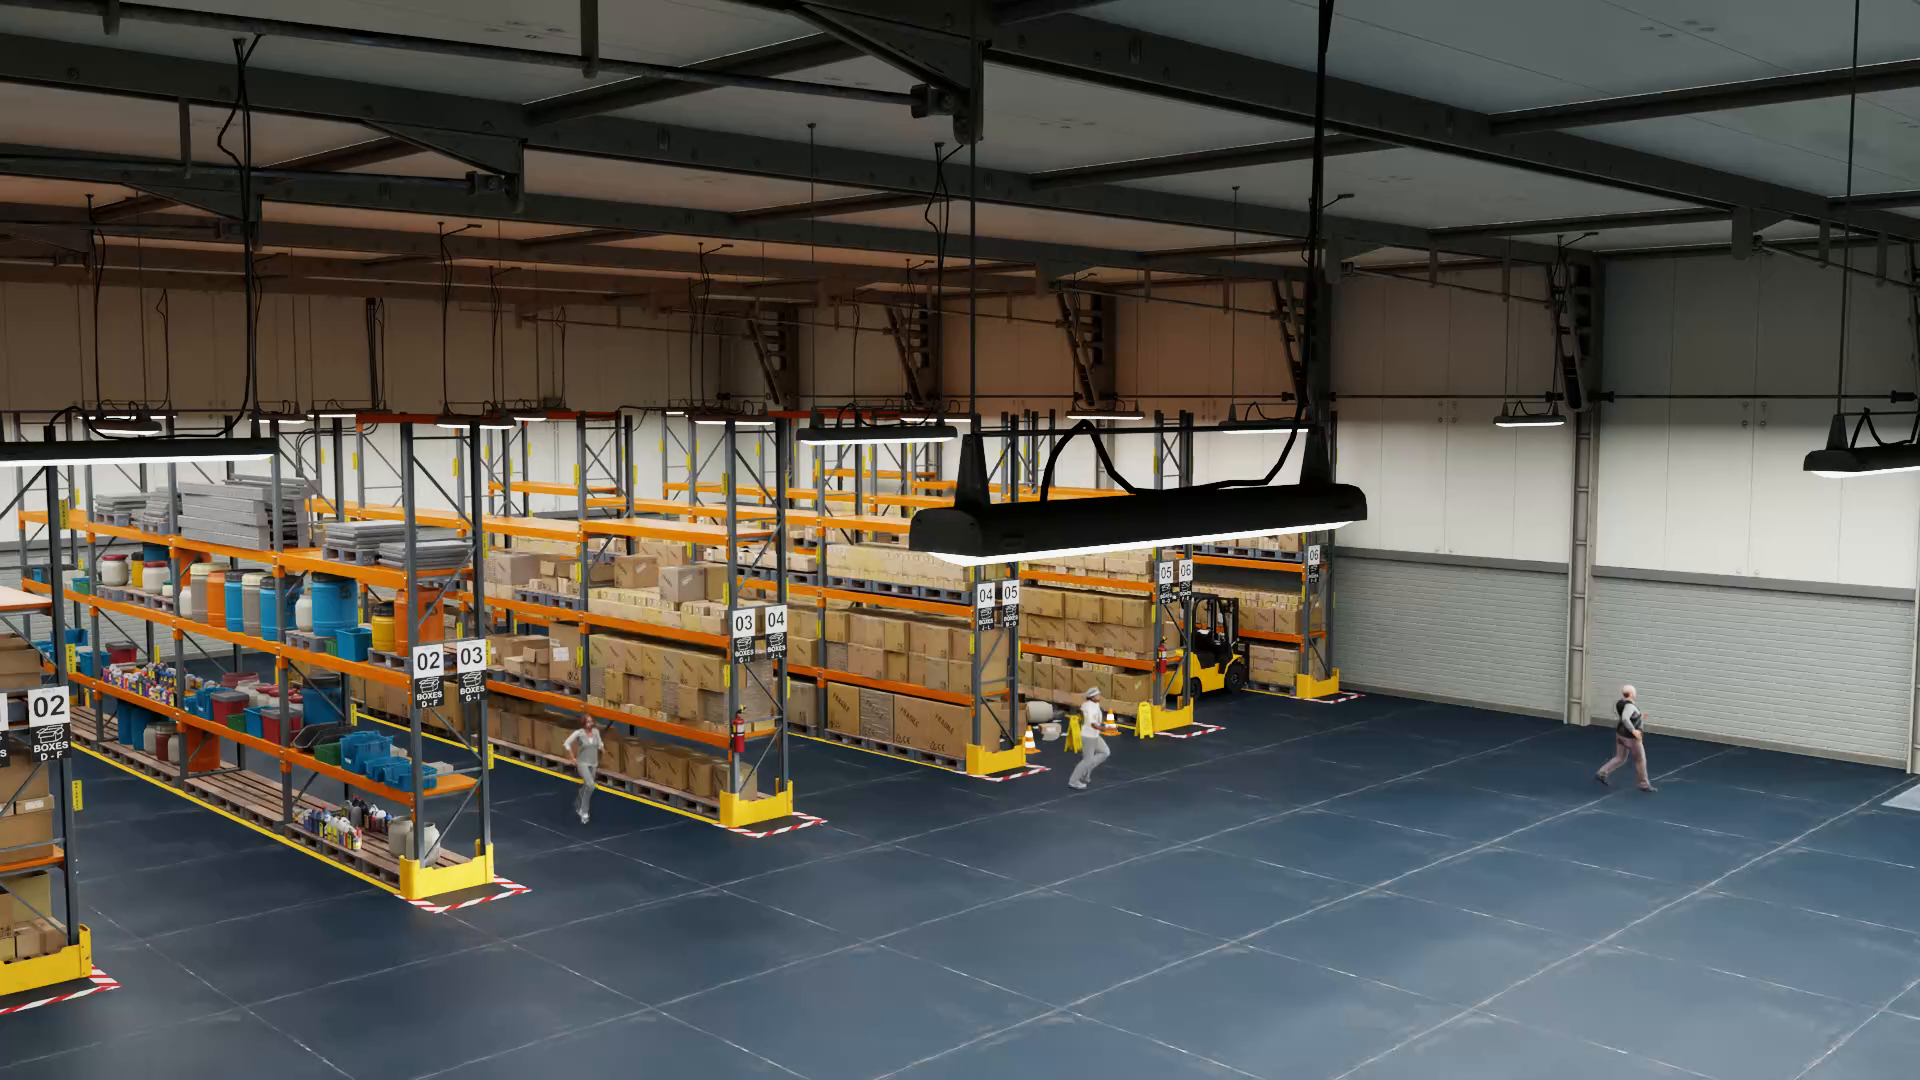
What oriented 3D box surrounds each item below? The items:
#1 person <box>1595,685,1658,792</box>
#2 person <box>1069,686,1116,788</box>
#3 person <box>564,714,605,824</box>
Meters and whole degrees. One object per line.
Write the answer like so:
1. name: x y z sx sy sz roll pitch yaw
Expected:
1. person: 10.640 3.152 26.461 0.969 1.707 0.656 0 5 -5
2. person: 2.146 3.163 26.882 0.756 1.656 0.596 1 5 9
3. person: -5.547 3.385 24.774 0.700 1.621 0.530 5 7 43
